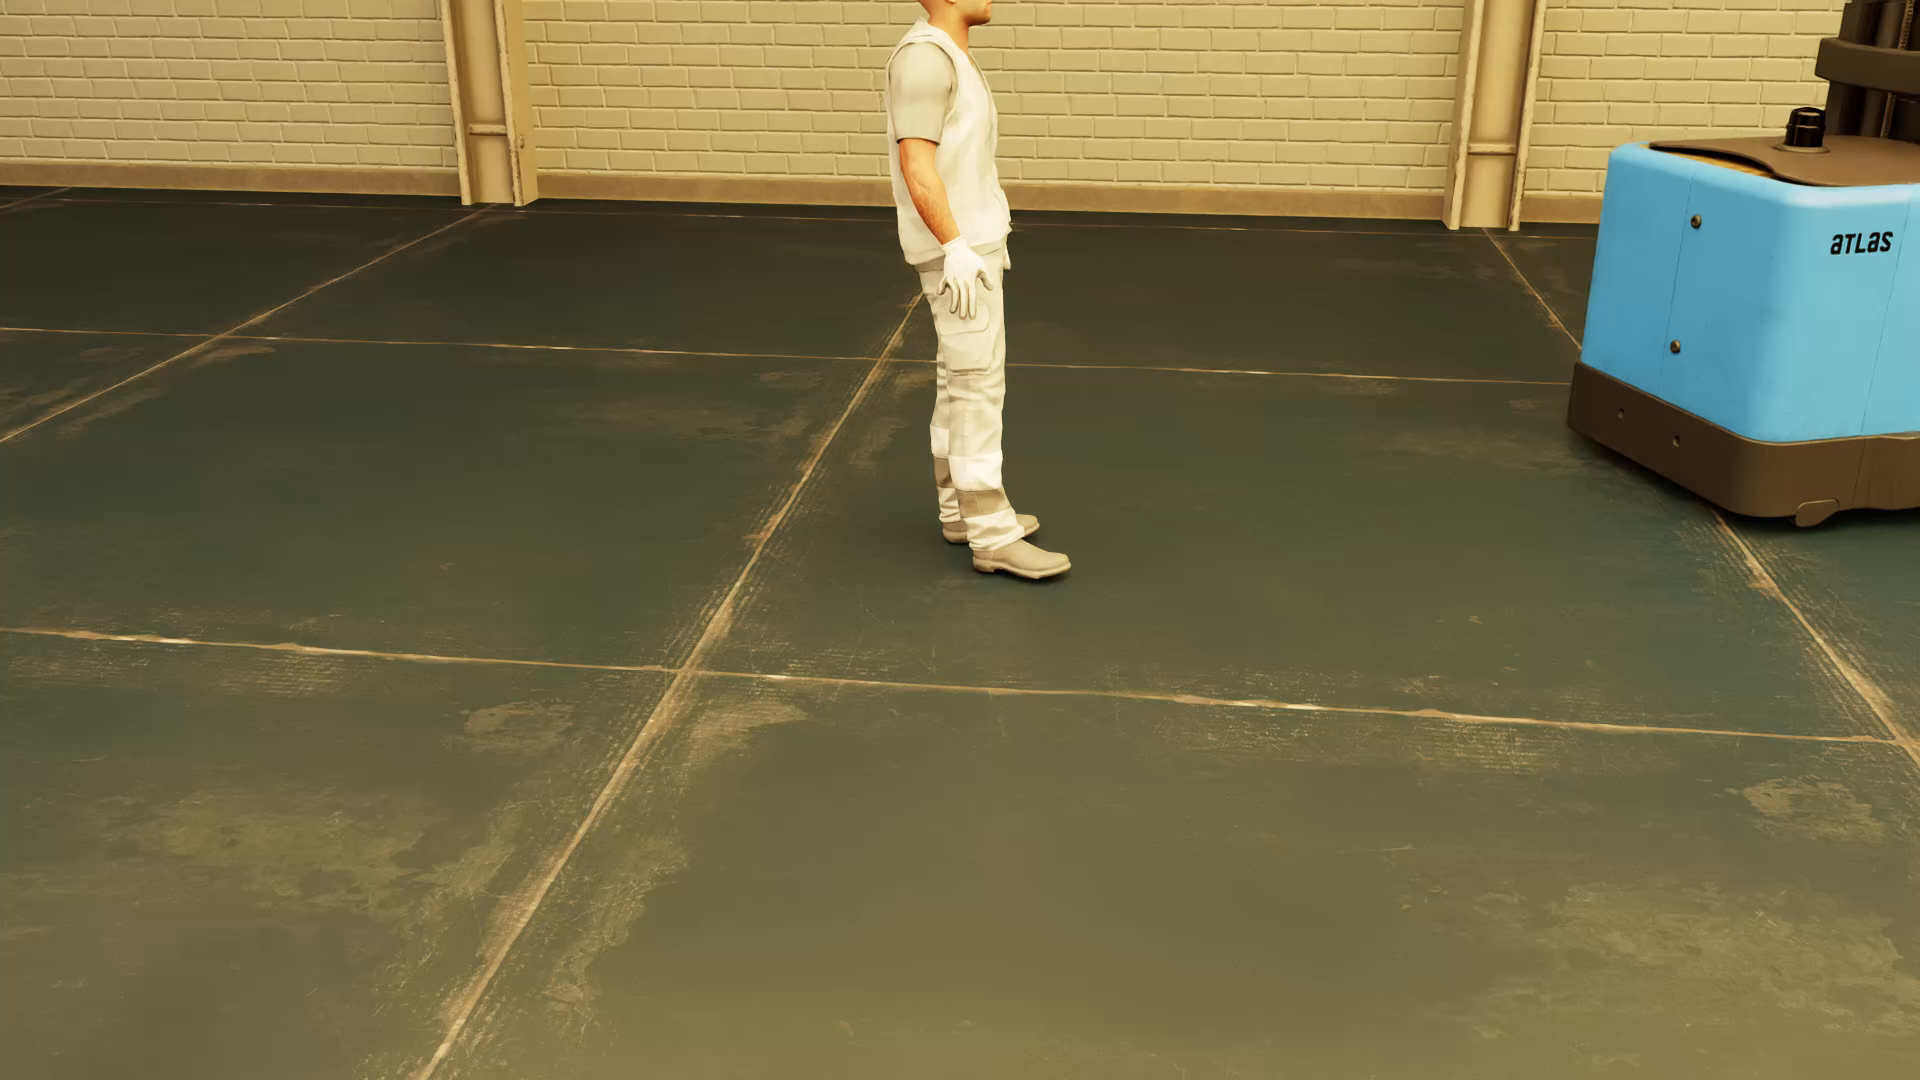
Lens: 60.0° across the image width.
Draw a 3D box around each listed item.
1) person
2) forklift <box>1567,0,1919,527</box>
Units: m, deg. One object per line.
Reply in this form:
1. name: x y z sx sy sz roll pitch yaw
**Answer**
1. person: 0.078 -0.828 4.819 0.564 1.787 0.637 3 22 7
2. forklift: 3.770 -1.680 5.426 3.031 2.935 1.130 -5 23 -13
